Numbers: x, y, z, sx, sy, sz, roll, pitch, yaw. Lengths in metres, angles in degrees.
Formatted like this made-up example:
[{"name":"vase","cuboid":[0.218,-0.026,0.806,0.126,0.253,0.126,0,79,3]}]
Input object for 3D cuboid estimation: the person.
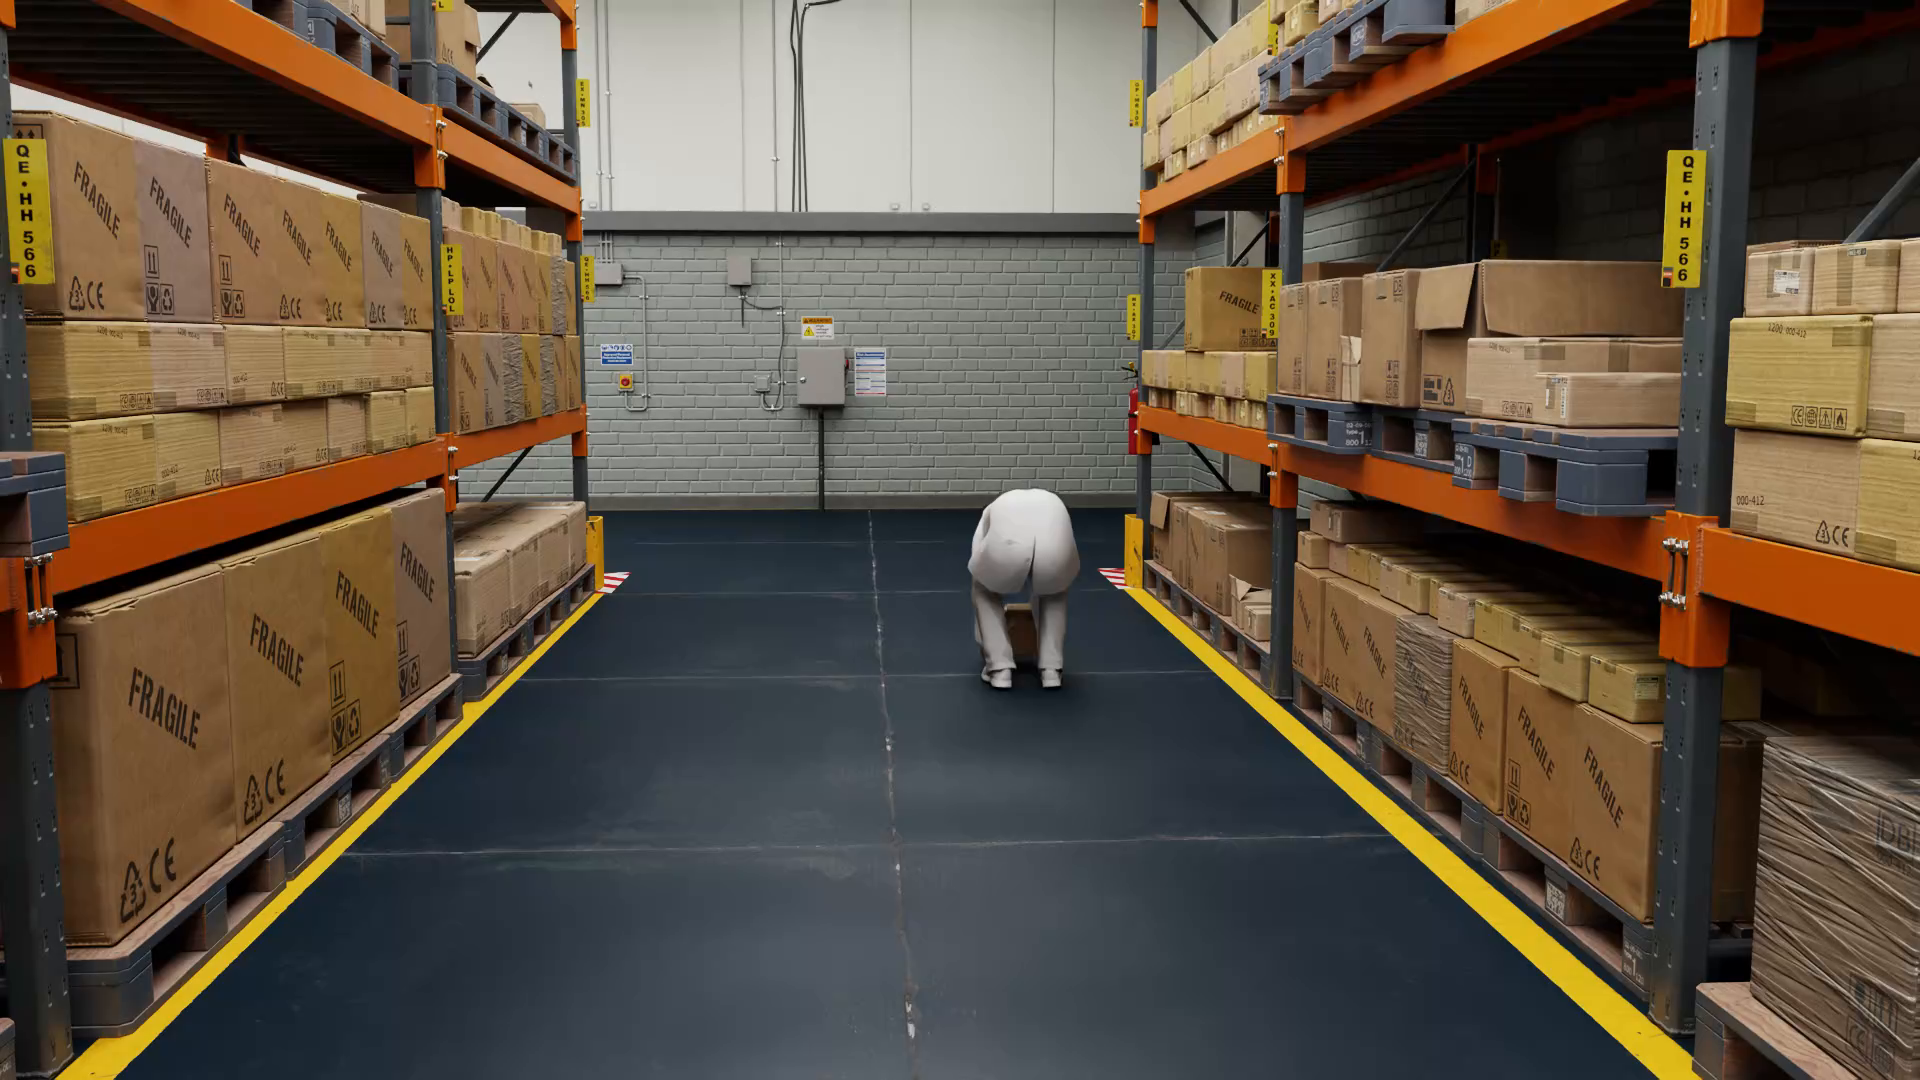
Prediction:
[{"name":"person","cuboid":[0.314,0.220,8.701,0.591,1.010,0.942,-1,7,-7]}]
